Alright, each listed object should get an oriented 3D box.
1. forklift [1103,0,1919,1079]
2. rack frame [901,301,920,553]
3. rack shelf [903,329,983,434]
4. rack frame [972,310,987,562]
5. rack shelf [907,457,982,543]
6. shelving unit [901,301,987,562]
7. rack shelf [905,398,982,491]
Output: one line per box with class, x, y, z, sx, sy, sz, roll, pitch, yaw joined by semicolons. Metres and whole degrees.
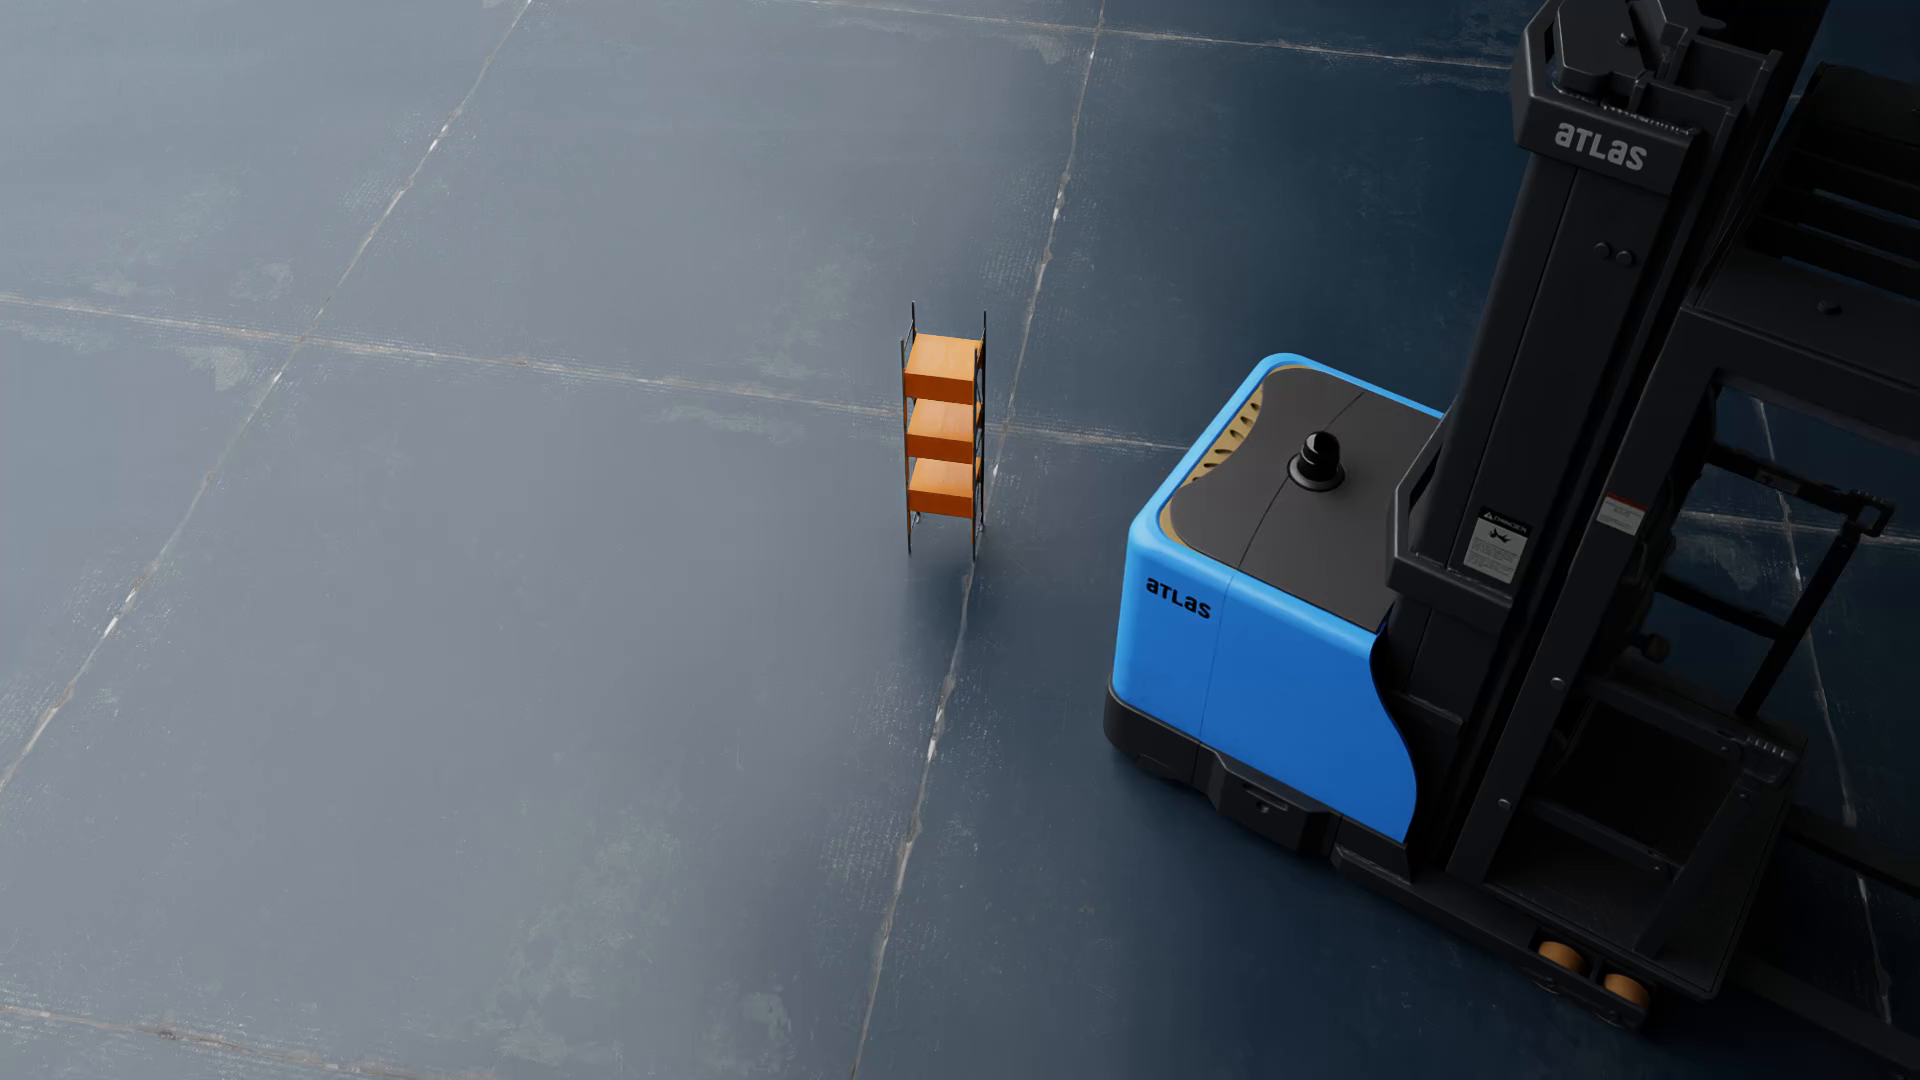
forklift;1.993;0.011;4.270;3.031;2.935;1.130;26;53;22
rack frame;-0.173;-0.374;5.880;0.008;1.050;0.200;8;49;7
rack shelf;-0.053;-0.541;5.663;0.240;0.259;0.215;8;49;7
rack frame;0.067;-0.342;5.851;0.008;1.050;0.200;8;49;7
rack shelf;-0.053;-0.165;6.080;0.240;0.259;0.215;8;49;7
shelving unit;-0.053;-0.358;5.866;0.252;1.050;0.215;8;49;7
rack shelf;-0.053;-0.351;5.874;0.240;0.259;0.215;8;49;7
